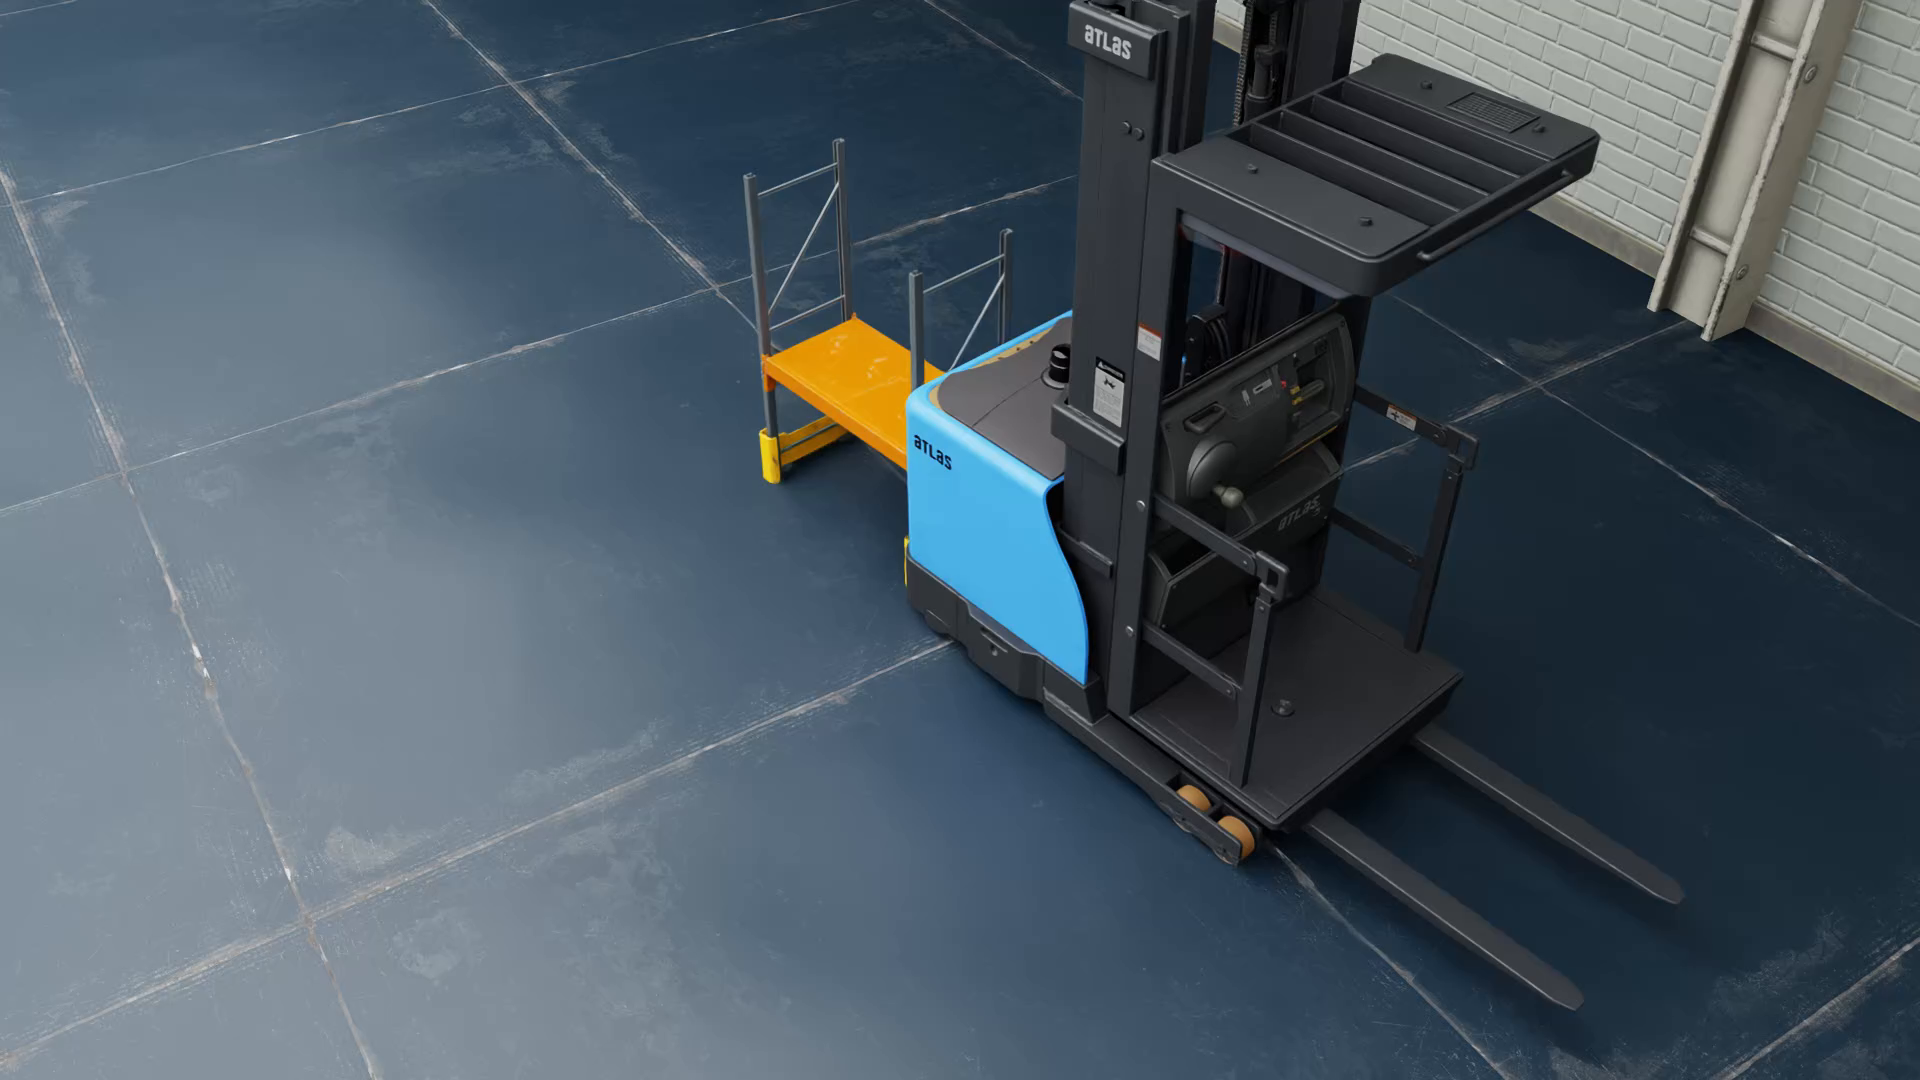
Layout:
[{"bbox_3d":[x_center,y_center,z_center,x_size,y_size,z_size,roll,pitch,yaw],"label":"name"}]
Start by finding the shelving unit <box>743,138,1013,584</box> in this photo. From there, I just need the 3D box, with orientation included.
[{"bbox_3d":[-0.326,-0.735,6.960,0.587,1.500,1.083,-30,48,-31],"label":"shelving unit"}]

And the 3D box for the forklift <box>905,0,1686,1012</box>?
[{"bbox_3d":[1.139,-0.357,5.389,1.130,2.935,3.031,-30,48,-31],"label":"forklift"}]

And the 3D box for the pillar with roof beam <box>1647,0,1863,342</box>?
[{"bbox_3d":[0.203,-3.141,3.990,9.100,9.000,0.400,-22,45,-24],"label":"pillar with roof beam"}]

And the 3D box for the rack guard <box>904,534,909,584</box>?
[{"bbox_3d":[0.007,-0.018,7.076,0.587,0.250,0.087,-30,48,-31],"label":"rack guard"}]

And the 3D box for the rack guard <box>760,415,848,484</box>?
[{"bbox_3d":[-0.659,-0.492,7.645,0.587,0.250,0.087,-30,48,-31],"label":"rack guard"}]

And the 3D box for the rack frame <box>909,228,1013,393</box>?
[{"bbox_3d":[0.008,-0.497,6.675,0.500,1.500,0.032,-30,48,-31],"label":"rack frame"}]

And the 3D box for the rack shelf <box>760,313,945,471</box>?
[{"bbox_3d":[-0.332,-0.601,7.081,0.538,0.185,1.000,-30,48,-31],"label":"rack shelf"}]

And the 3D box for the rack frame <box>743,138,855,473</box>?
[{"bbox_3d":[-0.672,-0.981,7.256,0.500,1.500,0.032,-30,48,-31],"label":"rack frame"}]
